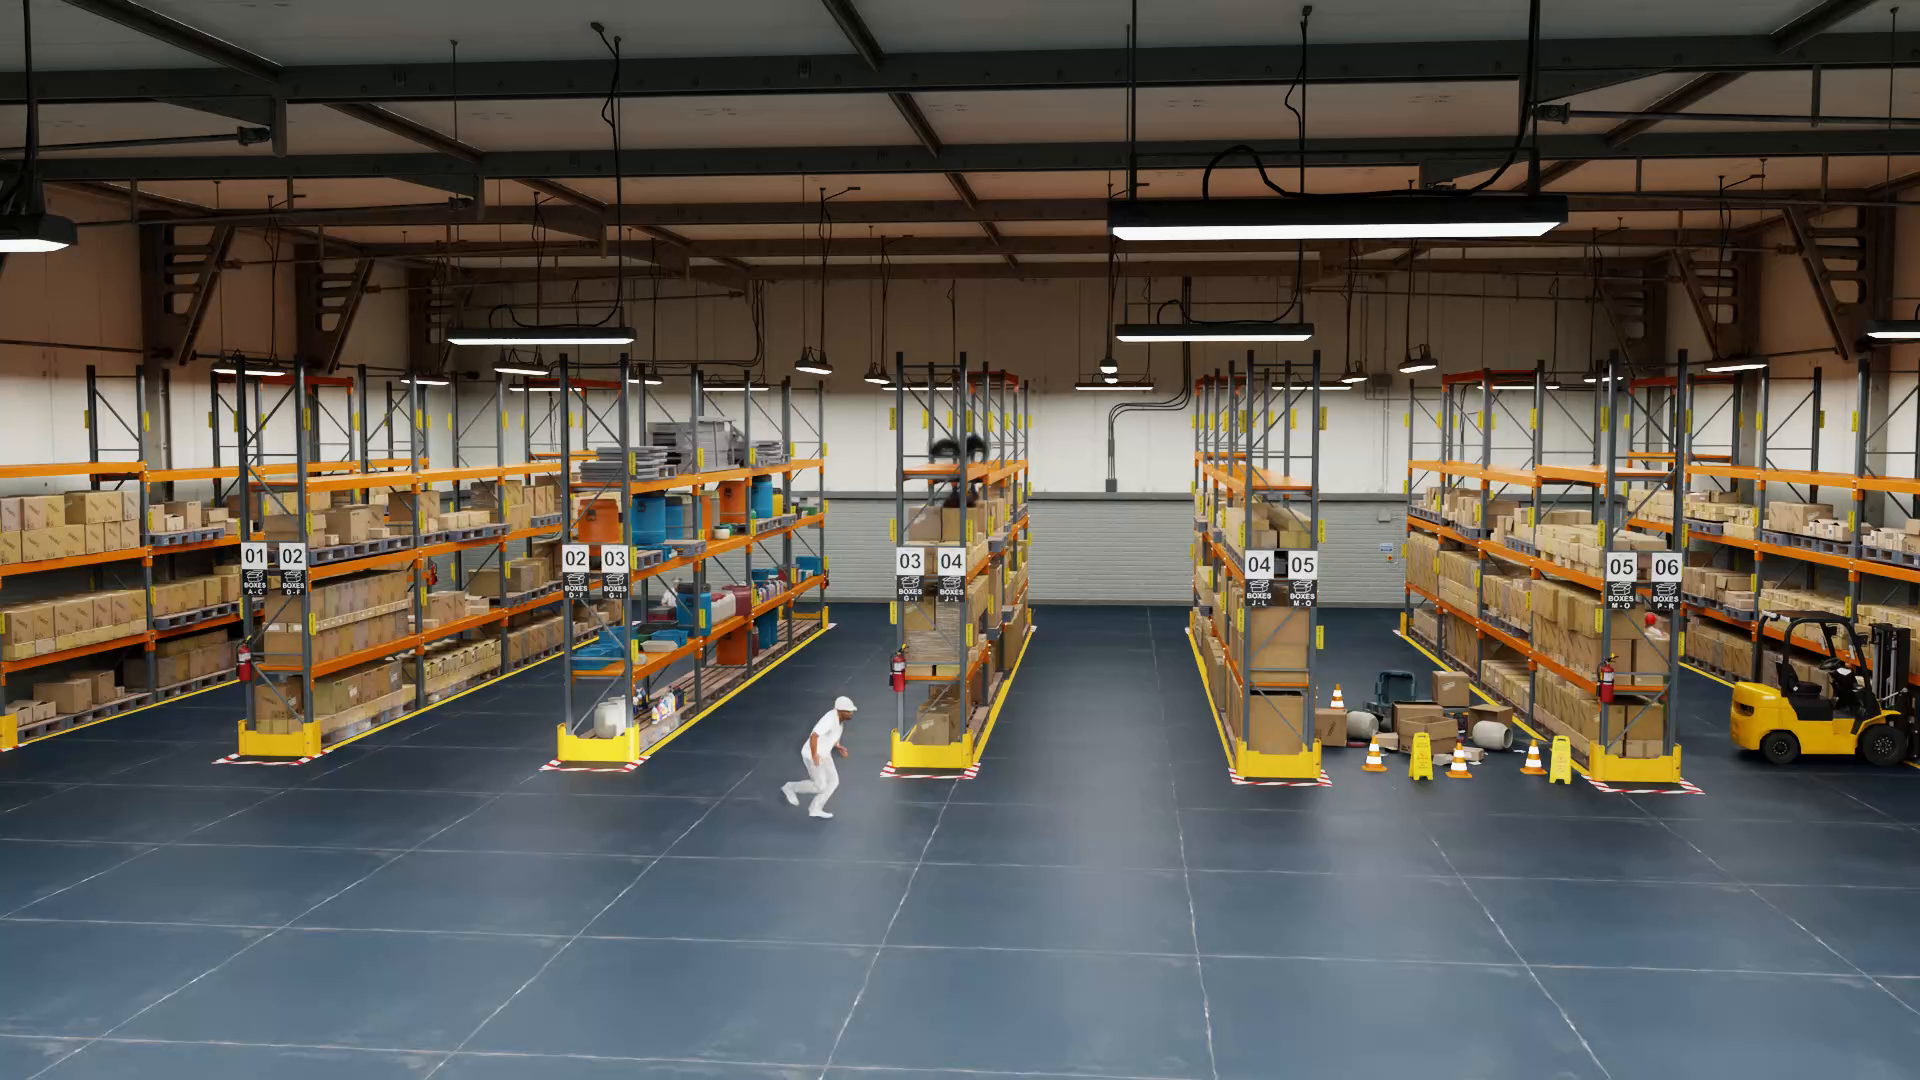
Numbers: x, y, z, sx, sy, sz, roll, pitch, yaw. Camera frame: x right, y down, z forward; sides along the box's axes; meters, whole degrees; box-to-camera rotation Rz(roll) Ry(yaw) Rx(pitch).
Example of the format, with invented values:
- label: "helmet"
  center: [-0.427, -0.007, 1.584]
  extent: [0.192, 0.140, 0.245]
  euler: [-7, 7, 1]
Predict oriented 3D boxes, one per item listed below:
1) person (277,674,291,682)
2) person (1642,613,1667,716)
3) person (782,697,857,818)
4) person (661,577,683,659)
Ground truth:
- label: "person"
  center: [-12.177, 2.027, 30.019]
  extent: [0.703, 1.678, 0.867]
  euler: [-1, 4, -16]
- label: "person"
  center: [11.687, 2.131, 28.163]
  extent: [0.685, 1.753, 0.995]
  euler: [0, 4, 1]
- label: "person"
  center: [-1.787, 2.739, 20.978]
  extent: [1.021, 1.564, 0.712]
  euler: [1, 4, 18]
- label: "person"
  center: [-6.007, 1.643, 35.357]
  extent: [0.677, 1.739, 0.597]
  euler: [-1, 4, -7]
